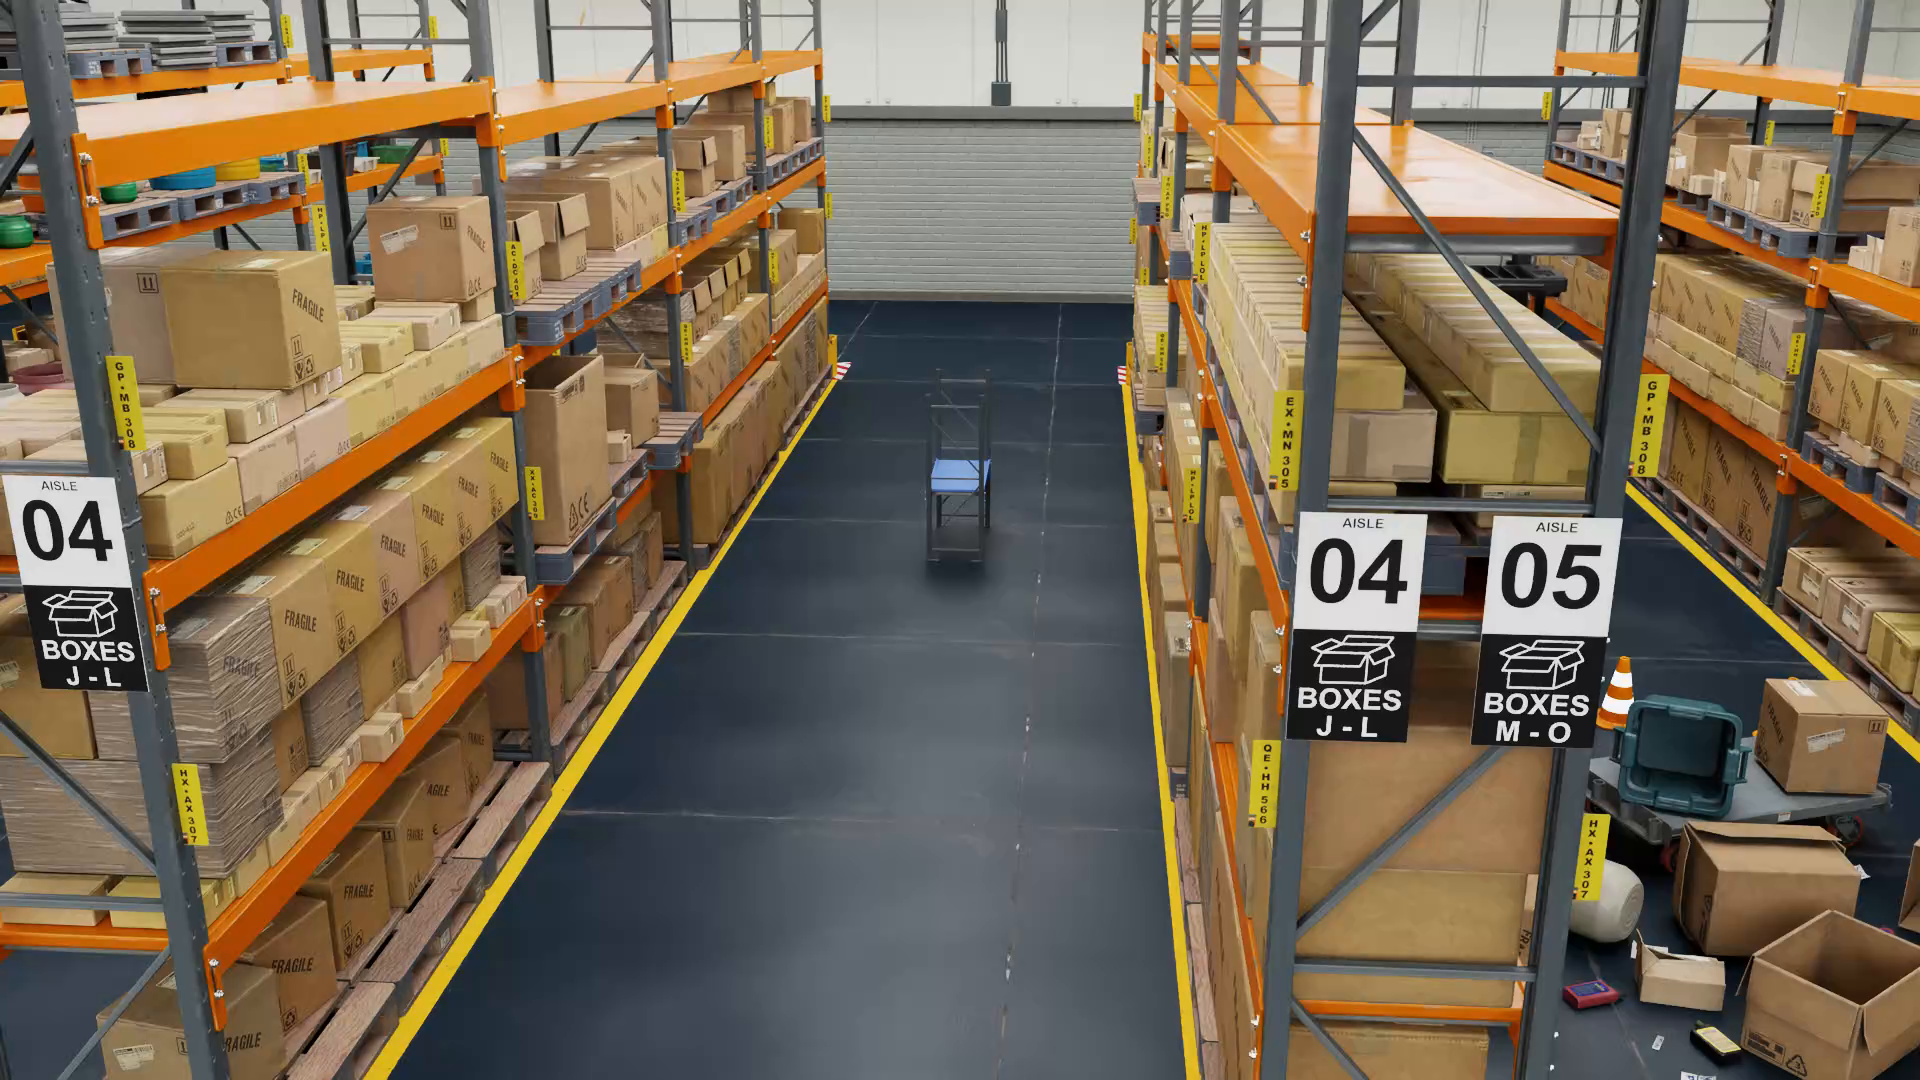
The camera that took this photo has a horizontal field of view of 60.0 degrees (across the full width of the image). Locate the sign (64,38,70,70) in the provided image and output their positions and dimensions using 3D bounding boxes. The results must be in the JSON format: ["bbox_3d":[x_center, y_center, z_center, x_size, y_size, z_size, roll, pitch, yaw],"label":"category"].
[{"bbox_3d":[-7.178,-3.914,13.263,0.100,0.325,0.005,1,18,4],"label":"sign"}]

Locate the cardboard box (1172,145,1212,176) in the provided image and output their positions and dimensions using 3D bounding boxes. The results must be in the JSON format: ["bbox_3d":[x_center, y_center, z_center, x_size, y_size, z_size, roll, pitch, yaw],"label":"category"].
[{"bbox_3d":[1.945,-3.102,13.693,0.396,0.266,0.258,1,18,4],"label":"cardboard box"}]

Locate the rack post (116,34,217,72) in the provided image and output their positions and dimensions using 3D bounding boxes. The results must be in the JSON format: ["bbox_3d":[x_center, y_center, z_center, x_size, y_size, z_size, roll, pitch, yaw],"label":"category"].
[{"bbox_3d":[-7.459,-4.451,15.185,0.937,0.300,0.954,3,18,10],"label":"rack post"}]

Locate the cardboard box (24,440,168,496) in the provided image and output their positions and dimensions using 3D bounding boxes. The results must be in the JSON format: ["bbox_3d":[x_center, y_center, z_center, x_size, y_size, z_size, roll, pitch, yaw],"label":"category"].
[{"bbox_3d":[-3.110,-0.256,5.997,0.380,0.149,0.250,1,18,4],"label":"cardboard box"}]

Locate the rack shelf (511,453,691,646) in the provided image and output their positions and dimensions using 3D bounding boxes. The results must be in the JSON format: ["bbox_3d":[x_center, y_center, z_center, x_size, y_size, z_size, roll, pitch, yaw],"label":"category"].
[{"bbox_3d":[-2.930,-0.153,12.056,1.077,0.370,4.000,1,18,4],"label":"rack shelf"}]

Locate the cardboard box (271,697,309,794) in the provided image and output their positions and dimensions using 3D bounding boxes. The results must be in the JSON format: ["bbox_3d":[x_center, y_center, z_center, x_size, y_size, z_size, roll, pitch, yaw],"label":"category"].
[{"bbox_3d":[-3.378,0.851,7.197,0.875,0.500,0.500,1,18,4],"label":"cardboard box"}]

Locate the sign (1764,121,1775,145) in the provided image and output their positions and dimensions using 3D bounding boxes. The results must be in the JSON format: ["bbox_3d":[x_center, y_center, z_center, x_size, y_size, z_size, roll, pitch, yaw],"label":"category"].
[{"bbox_3d":[7.926,-3.949,16.332,0.100,0.325,0.005,1,18,4],"label":"sign"}]

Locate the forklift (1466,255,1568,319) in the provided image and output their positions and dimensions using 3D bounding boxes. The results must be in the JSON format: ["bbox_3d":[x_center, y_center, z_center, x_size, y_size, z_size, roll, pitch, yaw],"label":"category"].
[{"bbox_3d":[4.592,-1.362,14.700,1.130,2.935,3.031,2,18,5],"label":"forklift"}]

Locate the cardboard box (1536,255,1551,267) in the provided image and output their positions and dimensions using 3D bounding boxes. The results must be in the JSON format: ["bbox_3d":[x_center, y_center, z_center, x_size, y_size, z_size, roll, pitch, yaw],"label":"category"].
[{"bbox_3d":[7.350,-3.285,20.296,0.500,0.500,0.500,1,18,3],"label":"cardboard box"}]

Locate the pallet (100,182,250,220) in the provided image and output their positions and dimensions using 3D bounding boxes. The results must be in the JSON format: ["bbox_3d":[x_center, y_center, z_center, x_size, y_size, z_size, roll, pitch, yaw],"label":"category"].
[{"bbox_3d":[-7.478,-3.207,15.706,1.003,0.211,1.213,1,18,4],"label":"pallet"}]

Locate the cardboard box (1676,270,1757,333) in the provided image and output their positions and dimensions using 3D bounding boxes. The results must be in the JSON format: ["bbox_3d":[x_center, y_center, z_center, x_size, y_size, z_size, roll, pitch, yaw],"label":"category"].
[{"bbox_3d":[7.019,-2.216,15.428,0.500,0.500,0.500,1,18,3],"label":"cardboard box"}]

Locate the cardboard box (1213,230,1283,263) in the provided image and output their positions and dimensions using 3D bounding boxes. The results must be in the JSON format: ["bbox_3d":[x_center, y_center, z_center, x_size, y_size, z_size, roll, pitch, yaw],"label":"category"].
[{"bbox_3d":[1.484,-1.479,8.418,0.380,0.149,0.250,1,18,3],"label":"cardboard box"}]

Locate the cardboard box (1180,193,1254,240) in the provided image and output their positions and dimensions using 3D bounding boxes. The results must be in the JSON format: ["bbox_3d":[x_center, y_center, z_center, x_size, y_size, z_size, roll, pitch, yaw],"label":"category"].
[{"bbox_3d":[1.882,-2.385,12.201,0.500,0.311,0.500,1,18,4],"label":"cardboard box"}]

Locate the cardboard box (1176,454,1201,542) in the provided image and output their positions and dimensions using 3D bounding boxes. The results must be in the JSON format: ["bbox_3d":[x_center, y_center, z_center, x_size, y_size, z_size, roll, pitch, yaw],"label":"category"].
[{"bbox_3d":[1.709,-0.261,11.070,0.500,0.500,0.500,1,18,4],"label":"cardboard box"}]

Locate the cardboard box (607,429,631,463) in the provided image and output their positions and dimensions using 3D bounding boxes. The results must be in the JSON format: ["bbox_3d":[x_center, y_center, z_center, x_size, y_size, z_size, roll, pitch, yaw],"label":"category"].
[{"bbox_3d":[-2.637,-0.728,12.196,0.396,0.266,0.258,1,18,2],"label":"cardboard box"}]

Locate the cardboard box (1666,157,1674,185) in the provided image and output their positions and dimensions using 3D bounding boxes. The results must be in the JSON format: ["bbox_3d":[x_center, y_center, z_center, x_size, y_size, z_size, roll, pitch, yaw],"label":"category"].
[{"bbox_3d":[6.999,-3.551,15.994,0.396,0.266,0.258,1,18,3],"label":"cardboard box"}]

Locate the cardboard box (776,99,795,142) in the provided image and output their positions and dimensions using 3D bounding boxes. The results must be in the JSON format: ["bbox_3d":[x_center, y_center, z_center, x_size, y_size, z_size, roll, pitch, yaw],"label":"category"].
[{"bbox_3d":[-2.358,-4.986,19.837,0.700,0.500,0.500,1,18,2],"label":"cardboard box"}]

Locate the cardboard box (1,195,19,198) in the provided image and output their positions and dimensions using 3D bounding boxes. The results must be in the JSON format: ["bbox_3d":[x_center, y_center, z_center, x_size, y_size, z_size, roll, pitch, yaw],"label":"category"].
[{"bbox_3d":[-12.389,-4.214,21.527,0.500,0.500,0.500,2,18,6],"label":"cardboard box"}]

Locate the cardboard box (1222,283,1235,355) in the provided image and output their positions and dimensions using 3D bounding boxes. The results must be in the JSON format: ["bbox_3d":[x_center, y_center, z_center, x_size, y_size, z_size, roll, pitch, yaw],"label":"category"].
[{"bbox_3d":[1.481,-1.015,7.643,0.500,0.250,0.500,1,18,3],"label":"cardboard box"}]

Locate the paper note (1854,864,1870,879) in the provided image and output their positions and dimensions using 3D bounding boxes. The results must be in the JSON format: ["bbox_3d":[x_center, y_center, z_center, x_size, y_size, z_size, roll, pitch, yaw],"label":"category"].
[{"bbox_3d":[5.071,1.885,9.449,0.148,0.019,0.142,1,18,4],"label":"paper note"}]

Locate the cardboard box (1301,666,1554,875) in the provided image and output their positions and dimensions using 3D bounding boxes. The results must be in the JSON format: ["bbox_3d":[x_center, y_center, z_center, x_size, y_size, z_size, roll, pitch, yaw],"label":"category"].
[{"bbox_3d":[1.645,0.812,5.981,0.875,0.550,0.550,1,18,4],"label":"cardboard box"}]

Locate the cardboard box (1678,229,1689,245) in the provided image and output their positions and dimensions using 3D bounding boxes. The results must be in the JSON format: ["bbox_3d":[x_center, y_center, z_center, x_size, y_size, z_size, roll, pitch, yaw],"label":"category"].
[{"bbox_3d":[7.668,-3.141,17.209,0.380,0.149,0.250,2,18,5],"label":"cardboard box"}]

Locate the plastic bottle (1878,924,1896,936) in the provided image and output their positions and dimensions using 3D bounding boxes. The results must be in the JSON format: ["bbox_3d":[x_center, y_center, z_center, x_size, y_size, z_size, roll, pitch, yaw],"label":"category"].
[{"bbox_3d":[4.848,2.102,8.735,0.133,0.061,0.283,4,19,13],"label":"plastic bottle"}]

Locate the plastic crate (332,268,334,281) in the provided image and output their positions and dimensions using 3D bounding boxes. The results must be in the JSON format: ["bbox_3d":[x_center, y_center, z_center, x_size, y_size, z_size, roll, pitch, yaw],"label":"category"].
[{"bbox_3d":[-7.126,-2.800,18.778,0.402,0.464,0.583,1,18,4],"label":"plastic crate"}]

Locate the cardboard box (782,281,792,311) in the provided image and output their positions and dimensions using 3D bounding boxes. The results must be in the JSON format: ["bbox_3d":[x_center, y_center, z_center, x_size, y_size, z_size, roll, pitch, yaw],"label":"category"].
[{"bbox_3d":[-2.165,-2.723,18.507,0.500,0.250,0.500,1,18,4],"label":"cardboard box"}]

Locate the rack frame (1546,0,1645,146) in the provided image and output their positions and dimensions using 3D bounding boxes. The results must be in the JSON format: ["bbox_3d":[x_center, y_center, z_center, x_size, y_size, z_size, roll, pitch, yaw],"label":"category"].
[{"bbox_3d":[7.671,-6.231,19.813,1.000,3.000,0.127,1,18,4],"label":"rack frame"}]

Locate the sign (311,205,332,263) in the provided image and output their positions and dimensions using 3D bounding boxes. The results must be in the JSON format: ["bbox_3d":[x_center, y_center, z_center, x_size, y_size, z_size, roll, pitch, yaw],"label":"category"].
[{"bbox_3d":[-3.628,-1.744,9.474,0.100,0.325,0.005,1,18,4],"label":"sign"}]

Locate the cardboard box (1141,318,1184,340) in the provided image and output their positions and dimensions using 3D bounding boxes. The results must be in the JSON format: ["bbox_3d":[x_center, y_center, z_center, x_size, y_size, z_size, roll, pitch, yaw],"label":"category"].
[{"bbox_3d":[1.826,-1.901,15.008,0.380,0.149,0.250,2,18,7],"label":"cardboard box"}]

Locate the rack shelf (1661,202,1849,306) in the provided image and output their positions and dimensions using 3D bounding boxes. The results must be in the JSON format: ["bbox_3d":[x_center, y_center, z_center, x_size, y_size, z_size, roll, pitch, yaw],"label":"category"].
[{"bbox_3d":[7.241,-2.600,14.705,1.077,0.370,4.000,1,18,4],"label":"rack shelf"}]

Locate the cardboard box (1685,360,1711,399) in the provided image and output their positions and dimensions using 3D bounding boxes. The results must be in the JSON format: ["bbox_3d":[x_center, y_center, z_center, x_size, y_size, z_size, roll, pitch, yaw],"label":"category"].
[{"bbox_3d":[6.956,-1.461,15.132,0.500,0.250,0.500,1,18,3],"label":"cardboard box"}]

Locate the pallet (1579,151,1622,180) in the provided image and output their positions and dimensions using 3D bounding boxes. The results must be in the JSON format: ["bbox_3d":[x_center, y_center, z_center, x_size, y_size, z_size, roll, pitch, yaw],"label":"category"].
[{"bbox_3d":[7.543,-4.153,18.431,1.003,0.211,1.213,1,18,4],"label":"pallet"}]

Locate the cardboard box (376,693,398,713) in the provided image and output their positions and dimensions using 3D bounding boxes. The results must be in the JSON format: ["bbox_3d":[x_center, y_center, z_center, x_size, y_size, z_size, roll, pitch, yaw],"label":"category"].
[{"bbox_3d":[-3.013,0.860,8.211,0.380,0.149,0.250,1,18,4],"label":"cardboard box"}]

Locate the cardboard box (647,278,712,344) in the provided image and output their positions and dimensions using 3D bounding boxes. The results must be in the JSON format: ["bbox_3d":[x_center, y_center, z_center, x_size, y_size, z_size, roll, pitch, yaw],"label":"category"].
[{"bbox_3d":[-2.669,-2.070,14.977,0.797,0.503,0.637,2,18,5],"label":"cardboard box"}]

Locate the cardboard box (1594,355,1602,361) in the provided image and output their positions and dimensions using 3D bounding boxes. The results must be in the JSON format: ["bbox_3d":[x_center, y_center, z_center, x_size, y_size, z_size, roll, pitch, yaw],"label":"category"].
[{"bbox_3d":[7.666,-1.870,19.581,0.875,0.438,0.875,2,18,5],"label":"cardboard box"}]

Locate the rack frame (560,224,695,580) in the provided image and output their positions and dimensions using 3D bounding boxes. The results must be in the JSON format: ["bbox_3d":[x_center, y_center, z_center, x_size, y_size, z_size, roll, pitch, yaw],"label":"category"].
[{"bbox_3d":[-2.787,-1.116,13.840,1.000,3.000,0.127,1,18,4],"label":"rack frame"}]

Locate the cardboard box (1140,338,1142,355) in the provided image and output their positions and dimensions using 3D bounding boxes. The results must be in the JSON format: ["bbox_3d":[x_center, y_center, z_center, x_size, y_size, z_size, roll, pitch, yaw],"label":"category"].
[{"bbox_3d":[1.824,-1.760,15.056,0.380,0.149,0.250,2,18,5],"label":"cardboard box"}]

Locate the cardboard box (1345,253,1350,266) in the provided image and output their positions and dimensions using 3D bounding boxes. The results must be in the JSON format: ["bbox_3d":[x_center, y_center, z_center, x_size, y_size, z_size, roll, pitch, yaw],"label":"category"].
[{"bbox_3d":[2.140,-1.465,8.374,0.380,0.149,0.250,1,18,4],"label":"cardboard box"}]

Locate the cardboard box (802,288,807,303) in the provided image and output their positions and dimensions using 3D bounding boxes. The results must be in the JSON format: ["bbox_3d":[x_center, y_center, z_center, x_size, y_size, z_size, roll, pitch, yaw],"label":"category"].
[{"bbox_3d":[-2.021,-2.889,19.653,0.380,0.149,0.250,2,18,5],"label":"cardboard box"}]

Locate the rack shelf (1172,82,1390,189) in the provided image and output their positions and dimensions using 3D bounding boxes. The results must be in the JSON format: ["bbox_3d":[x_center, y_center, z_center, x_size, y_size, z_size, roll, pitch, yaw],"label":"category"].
[{"bbox_3d":[2.010,-2.672,10.751,1.077,0.370,4.000,1,18,4],"label":"rack shelf"}]

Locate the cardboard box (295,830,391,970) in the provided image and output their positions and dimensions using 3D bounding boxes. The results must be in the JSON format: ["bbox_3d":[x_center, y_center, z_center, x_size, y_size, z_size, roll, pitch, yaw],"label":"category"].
[{"bbox_3d":[-3.227,1.783,8.333,0.500,0.500,0.500,3,18,9],"label":"cardboard box"}]

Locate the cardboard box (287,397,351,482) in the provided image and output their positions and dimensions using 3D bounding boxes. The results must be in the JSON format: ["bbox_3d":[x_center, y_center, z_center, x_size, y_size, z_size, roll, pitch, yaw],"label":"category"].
[{"bbox_3d":[-2.998,-0.444,7.211,0.500,0.250,0.500,1,18,4],"label":"cardboard box"}]

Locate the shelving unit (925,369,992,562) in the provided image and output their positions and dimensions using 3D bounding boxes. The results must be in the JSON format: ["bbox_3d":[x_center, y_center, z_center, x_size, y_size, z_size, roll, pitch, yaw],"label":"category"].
[{"bbox_3d":[-0.006,-0.686,14.936,0.538,1.500,1.048,1,18,4],"label":"shelving unit"}]

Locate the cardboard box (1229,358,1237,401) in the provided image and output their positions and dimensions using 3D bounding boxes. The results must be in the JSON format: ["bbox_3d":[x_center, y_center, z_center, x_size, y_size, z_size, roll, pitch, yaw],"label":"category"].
[{"bbox_3d":[1.392,-0.707,7.342,0.380,0.149,0.250,2,18,5],"label":"cardboard box"}]

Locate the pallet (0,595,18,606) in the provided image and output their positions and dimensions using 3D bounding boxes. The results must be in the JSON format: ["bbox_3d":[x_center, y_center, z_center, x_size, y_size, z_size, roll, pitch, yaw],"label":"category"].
[{"bbox_3d":[-7.912,0.716,12.727,1.003,0.211,1.213,1,18,4],"label":"pallet"}]

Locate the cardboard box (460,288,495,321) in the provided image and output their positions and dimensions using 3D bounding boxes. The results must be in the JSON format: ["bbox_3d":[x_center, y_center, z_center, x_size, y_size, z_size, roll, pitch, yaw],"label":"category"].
[{"bbox_3d":[-2.809,-1.310,9.215,0.380,0.149,0.250,2,18,6],"label":"cardboard box"}]

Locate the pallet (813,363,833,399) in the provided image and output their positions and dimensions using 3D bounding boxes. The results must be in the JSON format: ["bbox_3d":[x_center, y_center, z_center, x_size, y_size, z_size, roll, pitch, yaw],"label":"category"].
[{"bbox_3d":[-2.193,-2.026,21.094,1.003,0.211,1.213,1,18,4],"label":"pallet"}]

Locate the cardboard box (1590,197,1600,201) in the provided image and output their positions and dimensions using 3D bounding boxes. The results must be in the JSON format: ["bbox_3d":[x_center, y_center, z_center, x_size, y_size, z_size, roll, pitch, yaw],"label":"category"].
[{"bbox_3d":[7.422,-4.024,19.904,0.380,0.149,0.250,2,18,5],"label":"cardboard box"}]

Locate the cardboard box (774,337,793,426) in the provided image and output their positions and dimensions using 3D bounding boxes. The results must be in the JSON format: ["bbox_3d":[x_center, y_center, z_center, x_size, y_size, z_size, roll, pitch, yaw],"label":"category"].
[{"bbox_3d":[-2.373,-1.752,18.517,0.875,0.875,0.875,1,18,4],"label":"cardboard box"}]

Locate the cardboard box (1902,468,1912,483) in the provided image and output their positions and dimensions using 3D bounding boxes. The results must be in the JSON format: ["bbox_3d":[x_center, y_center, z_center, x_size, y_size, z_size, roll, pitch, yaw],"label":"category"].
[{"bbox_3d":[6.808,-0.457,11.558,0.380,0.149,0.250,2,18,6],"label":"cardboard box"}]

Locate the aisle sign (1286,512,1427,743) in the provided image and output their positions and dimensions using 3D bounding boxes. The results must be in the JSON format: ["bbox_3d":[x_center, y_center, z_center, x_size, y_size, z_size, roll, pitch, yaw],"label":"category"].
[{"bbox_3d":[1.275,0.290,5.372,0.394,0.787,0.004,1,18,4],"label":"aisle sign"}]

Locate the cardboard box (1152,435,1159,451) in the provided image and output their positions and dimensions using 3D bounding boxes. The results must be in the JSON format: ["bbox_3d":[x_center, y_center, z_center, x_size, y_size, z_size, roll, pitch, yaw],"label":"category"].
[{"bbox_3d":[2.018,-0.875,15.239,0.500,0.250,0.500,2,18,5],"label":"cardboard box"}]

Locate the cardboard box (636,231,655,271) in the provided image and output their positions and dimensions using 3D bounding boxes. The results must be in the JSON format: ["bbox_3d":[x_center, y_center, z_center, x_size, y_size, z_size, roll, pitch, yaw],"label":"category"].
[{"bbox_3d":[-2.599,-2.163,12.458,0.500,0.250,0.500,1,18,4],"label":"cardboard box"}]

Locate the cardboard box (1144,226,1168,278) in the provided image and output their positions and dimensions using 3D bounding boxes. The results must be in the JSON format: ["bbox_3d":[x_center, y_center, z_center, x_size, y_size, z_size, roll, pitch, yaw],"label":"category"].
[{"bbox_3d":[2.204,-3.033,17.444,0.500,0.500,0.500,1,18,2],"label":"cardboard box"}]

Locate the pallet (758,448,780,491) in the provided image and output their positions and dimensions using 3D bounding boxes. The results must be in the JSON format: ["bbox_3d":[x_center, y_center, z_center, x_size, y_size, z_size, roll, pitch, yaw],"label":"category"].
[{"bbox_3d":[-2.480,-0.792,17.329,1.003,0.211,1.213,1,18,4],"label":"pallet"}]
